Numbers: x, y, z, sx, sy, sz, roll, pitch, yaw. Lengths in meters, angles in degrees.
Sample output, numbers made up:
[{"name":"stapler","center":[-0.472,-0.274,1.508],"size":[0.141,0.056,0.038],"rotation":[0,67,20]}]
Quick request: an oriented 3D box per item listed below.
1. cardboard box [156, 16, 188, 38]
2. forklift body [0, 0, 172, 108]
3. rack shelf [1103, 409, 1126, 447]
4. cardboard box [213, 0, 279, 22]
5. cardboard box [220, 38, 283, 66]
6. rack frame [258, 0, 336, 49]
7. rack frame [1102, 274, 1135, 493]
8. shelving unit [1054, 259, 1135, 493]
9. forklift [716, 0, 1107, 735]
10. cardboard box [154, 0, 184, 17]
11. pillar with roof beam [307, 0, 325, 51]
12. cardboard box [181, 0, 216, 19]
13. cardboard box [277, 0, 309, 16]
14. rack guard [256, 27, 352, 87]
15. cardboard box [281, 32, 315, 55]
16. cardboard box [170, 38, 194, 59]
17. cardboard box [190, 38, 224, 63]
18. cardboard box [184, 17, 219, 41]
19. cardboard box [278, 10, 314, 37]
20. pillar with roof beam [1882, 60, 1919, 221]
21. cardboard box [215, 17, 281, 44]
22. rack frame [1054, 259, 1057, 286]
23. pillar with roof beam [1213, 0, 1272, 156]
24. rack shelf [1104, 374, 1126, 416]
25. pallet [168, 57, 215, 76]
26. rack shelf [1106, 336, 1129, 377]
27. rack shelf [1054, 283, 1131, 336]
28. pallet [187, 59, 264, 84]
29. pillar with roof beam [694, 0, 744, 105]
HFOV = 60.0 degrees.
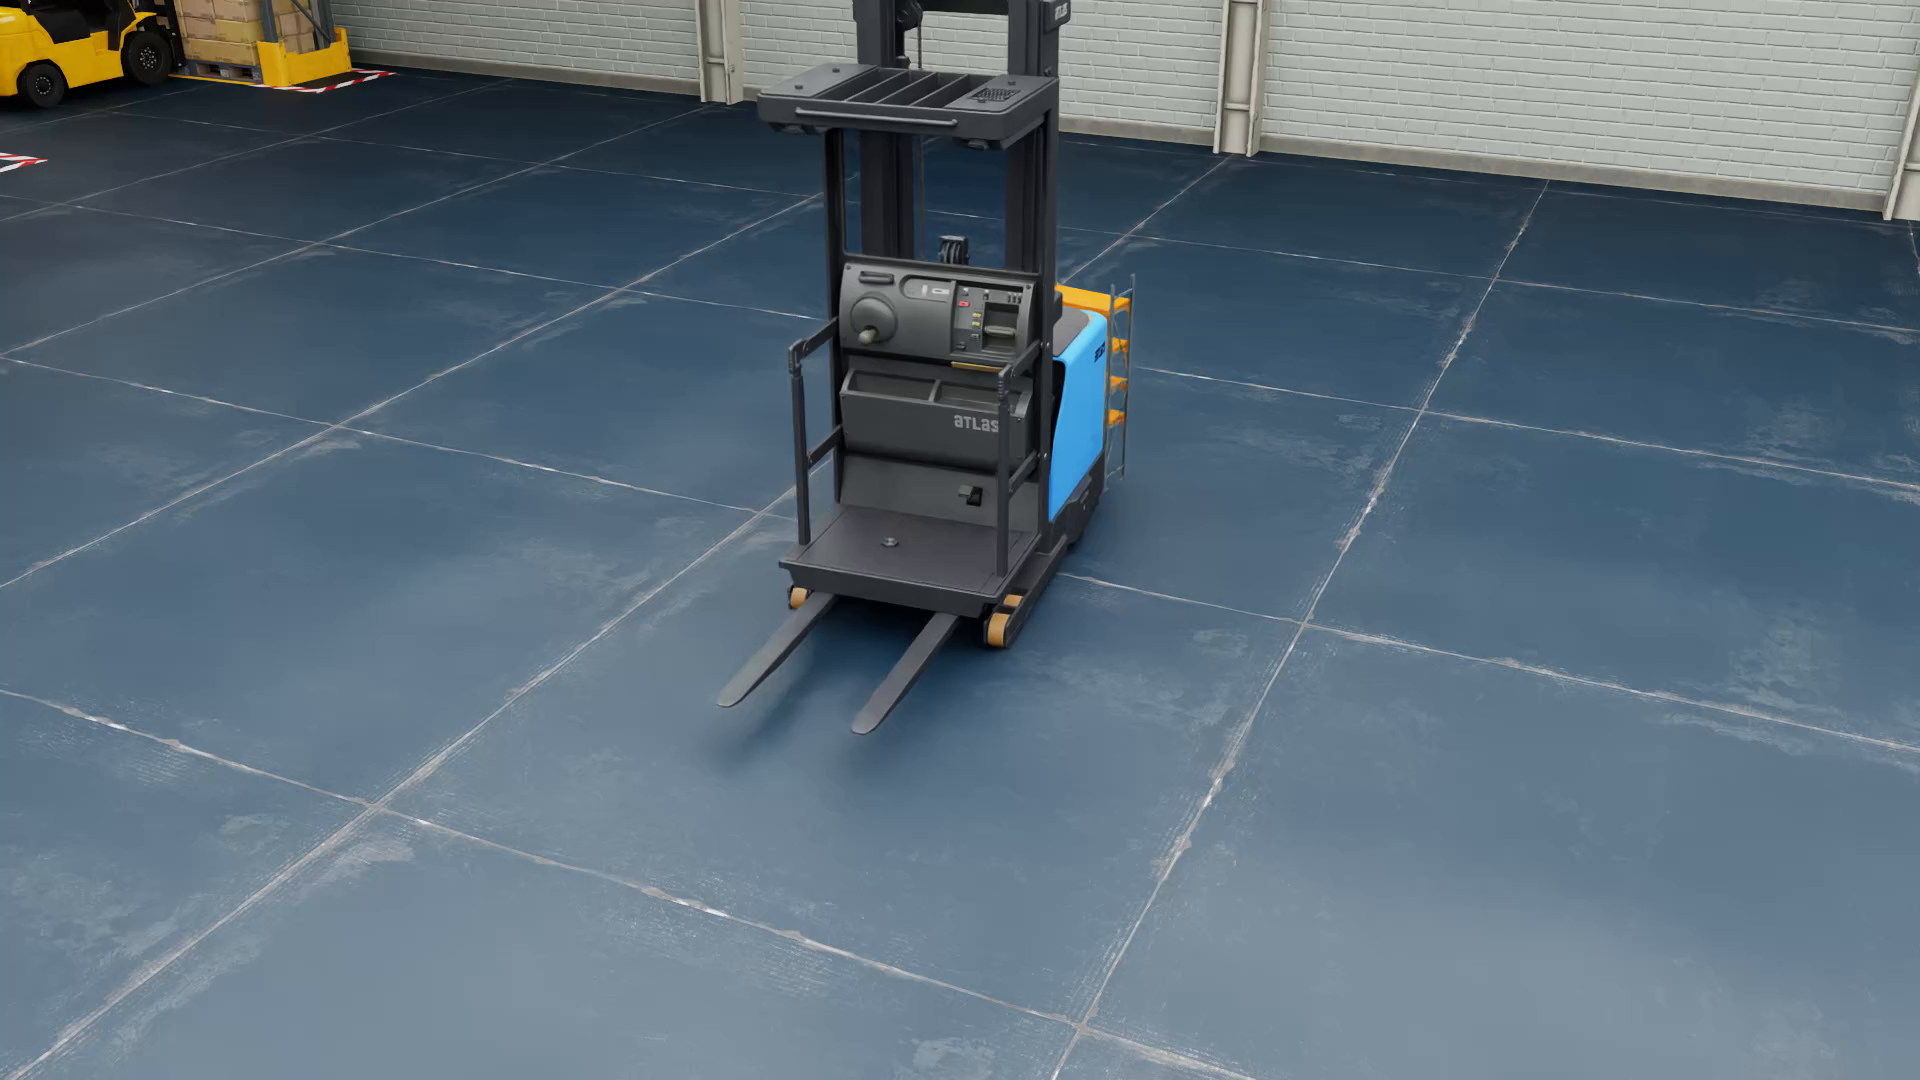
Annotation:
[{"name":"cardboard box","center":[-9.398,-6.268,20.157],"size":[0.500,0.250,0.500],"rotation":[11,28,21]},{"name":"forklift body","center":[-10.377,-6.176,18.860],"size":[1.214,2.155,2.313],"rotation":[11,28,22]},{"name":"rack shelf","center":[0.665,-0.669,9.352],"size":[0.480,0.148,0.258],"rotation":[17,31,30]},{"name":"cardboard box","center":[-8.443,-6.306,19.668],"size":[0.500,0.250,0.500],"rotation":[12,29,24]},{"name":"cardboard box","center":[-8.454,-5.858,19.889],"size":[0.500,0.250,0.500],"rotation":[12,28,22]},{"name":"rack frame","center":[-7.895,-6.944,19.458],"size":[0.127,3.000,1.000],"rotation":[11,28,22]},{"name":"rack frame","center":[0.867,-0.848,9.113],"size":[0.015,1.200,0.240],"rotation":[17,31,30]},{"name":"shelving unit","center":[0.665,-0.908,9.235],"size":[0.503,1.200,0.258],"rotation":[17,31,30]},{"name":"forklift","center":[-0.184,-1.016,7.495],"size":[1.130,2.935,3.031],"rotation":[9,28,18]},{"name":"cardboard box","center":[-9.374,-6.485,20.032],"size":[0.500,0.250,0.500],"rotation":[12,29,22]},{"name":"pillar with roof beam","center":[-9.938,-8.394,15.612],"size":[0.400,9.000,9.100],"rotation":[11,28,22]},{"name":"cardboard box","center":[-8.911,-6.397,19.853],"size":[0.500,0.250,0.500],"rotation":[12,29,23]},{"name":"cardboard box","center":[-8.254,-6.511,20.085],"size":[0.500,0.250,0.500],"rotation":[11,28,21]},{"name":"rack guard","center":[-7.873,-5.818,20.001],"size":[0.348,0.500,1.175],"rotation":[11,28,22]},{"name":"cardboard box","center":[-8.261,-6.067,20.315],"size":[0.500,0.250,0.500],"rotation":[11,28,22]},{"name":"cardboard box","center":[-9.354,-6.047,20.275],"size":[0.500,0.250,0.500],"rotation":[12,29,22]},{"name":"cardboard box","center":[-8.902,-5.952,20.082],"size":[0.500,0.250,0.500],"rotation":[11,28,22]},{"name":"cardboard box","center":[-8.920,-6.182,19.983],"size":[0.500,0.250,0.500],"rotation":[11,28,21]},{"name":"cardboard box","center":[-8.237,-6.293,20.206],"size":[0.500,0.250,0.500],"rotation":[12,29,23]},{"name":"pillar with roof beam","center":[6.448,-5.103,8.927],"size":[0.400,9.000,9.100],"rotation":[11,28,22]},{"name":"cardboard box","center":[-8.468,-6.086,19.788],"size":[0.500,0.250,0.500],"rotation":[11,28,21]},{"name":"rack frame","center":[0.463,-0.968,9.357],"size":[0.015,1.200,0.240],"rotation":[17,31,30]},{"name":"pillar with roof beam","center":[0.986,-6.200,11.155],"size":[0.400,9.000,9.100],"rotation":[11,28,22]},{"name":"rack shelf","center":[0.665,-0.848,9.265],"size":[0.480,0.148,0.258],"rotation":[17,31,30]},{"name":"pallet","center":[-9.715,-6.040,20.778],"size":[1.213,0.211,1.003],"rotation":[11,28,22]},{"name":"rack shelf","center":[0.665,-1.048,9.166],"size":[0.480,0.148,0.258],"rotation":[17,31,30]},{"name":"rack shelf","center":[0.665,-1.261,9.062],"size":[0.480,0.148,0.258],"rotation":[17,31,30]},{"name":"pallet","center":[-8.609,-5.816,20.324],"size":[1.213,0.211,1.003],"rotation":[11,28,22]},{"name":"pillar with roof beam","center":[-4.476,-7.297,13.384],"size":[0.400,9.000,9.100],"rotation":[11,28,22]}]
